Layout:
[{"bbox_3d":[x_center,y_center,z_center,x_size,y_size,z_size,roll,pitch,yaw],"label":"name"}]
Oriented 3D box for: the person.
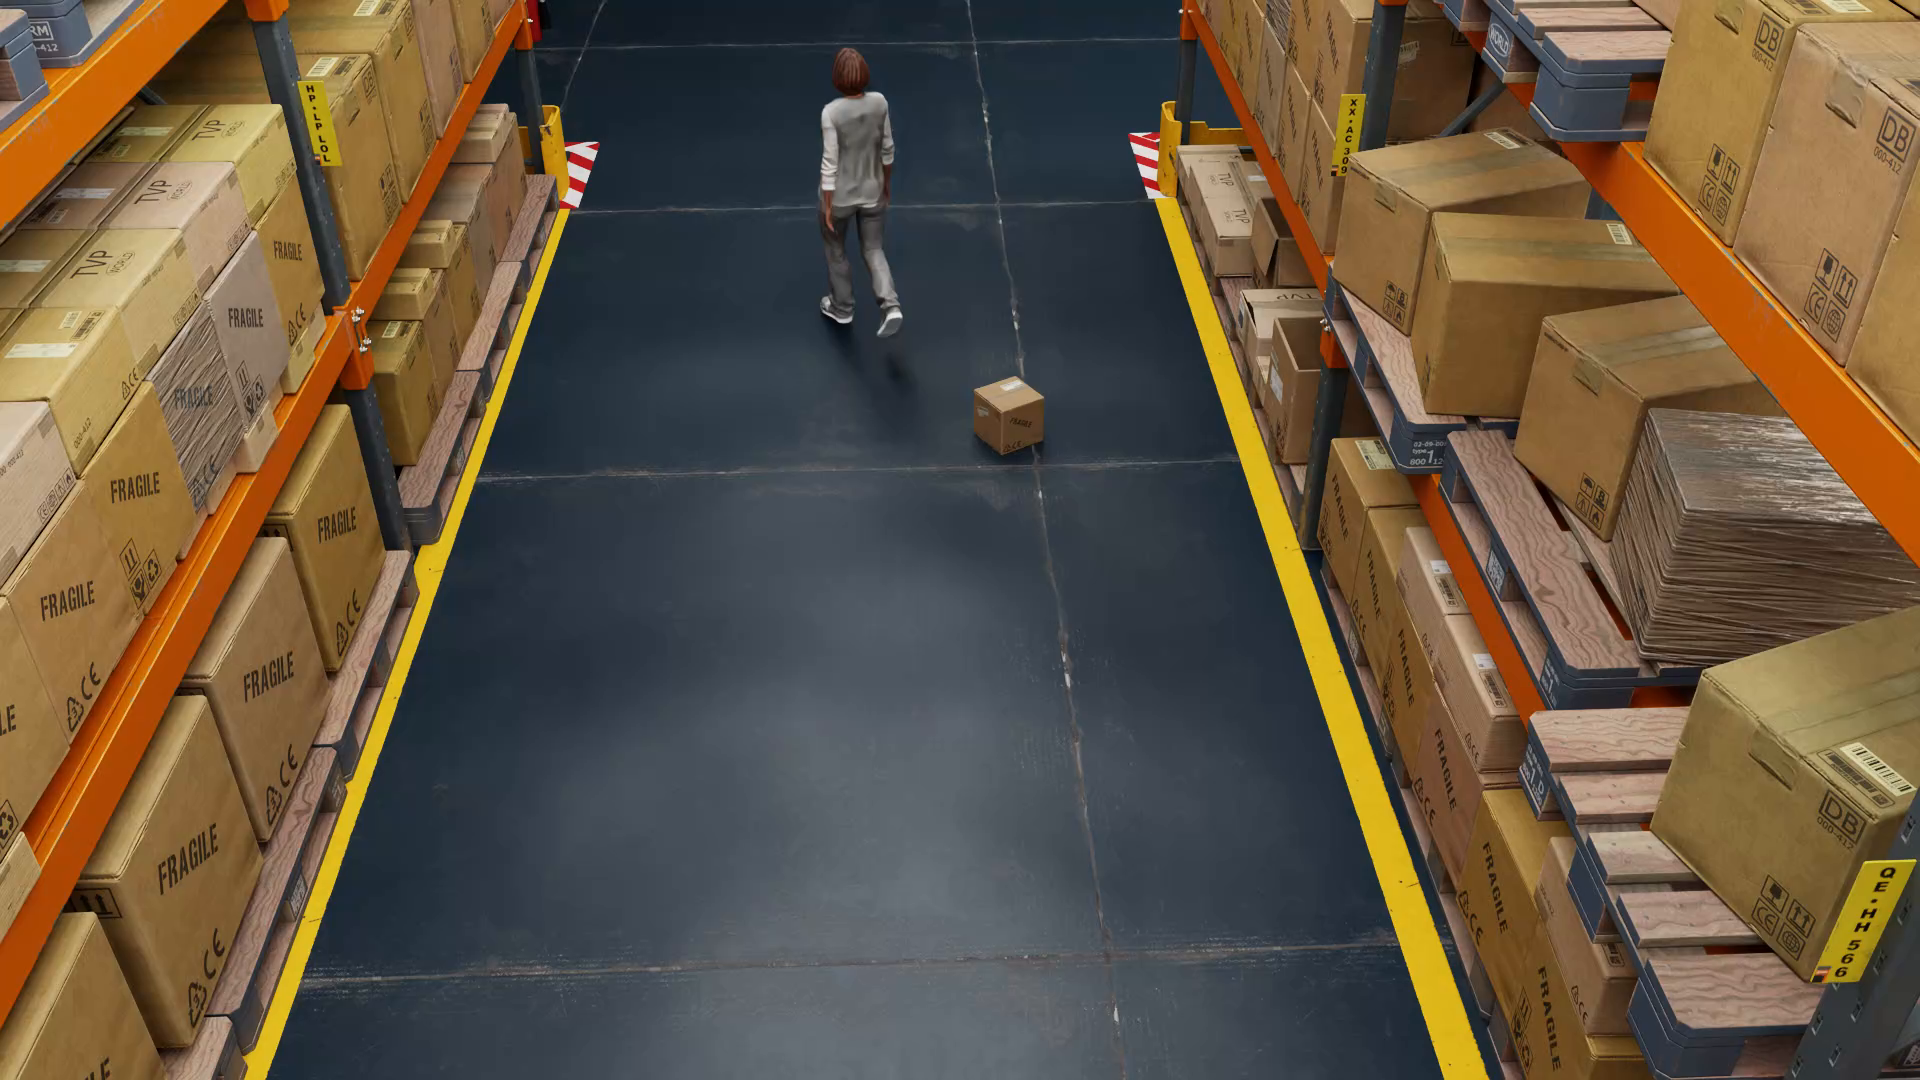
[{"bbox_3d":[-0.513,-1.771,8.600,0.423,1.568,0.768,-16,39,-21],"label":"person"}]
